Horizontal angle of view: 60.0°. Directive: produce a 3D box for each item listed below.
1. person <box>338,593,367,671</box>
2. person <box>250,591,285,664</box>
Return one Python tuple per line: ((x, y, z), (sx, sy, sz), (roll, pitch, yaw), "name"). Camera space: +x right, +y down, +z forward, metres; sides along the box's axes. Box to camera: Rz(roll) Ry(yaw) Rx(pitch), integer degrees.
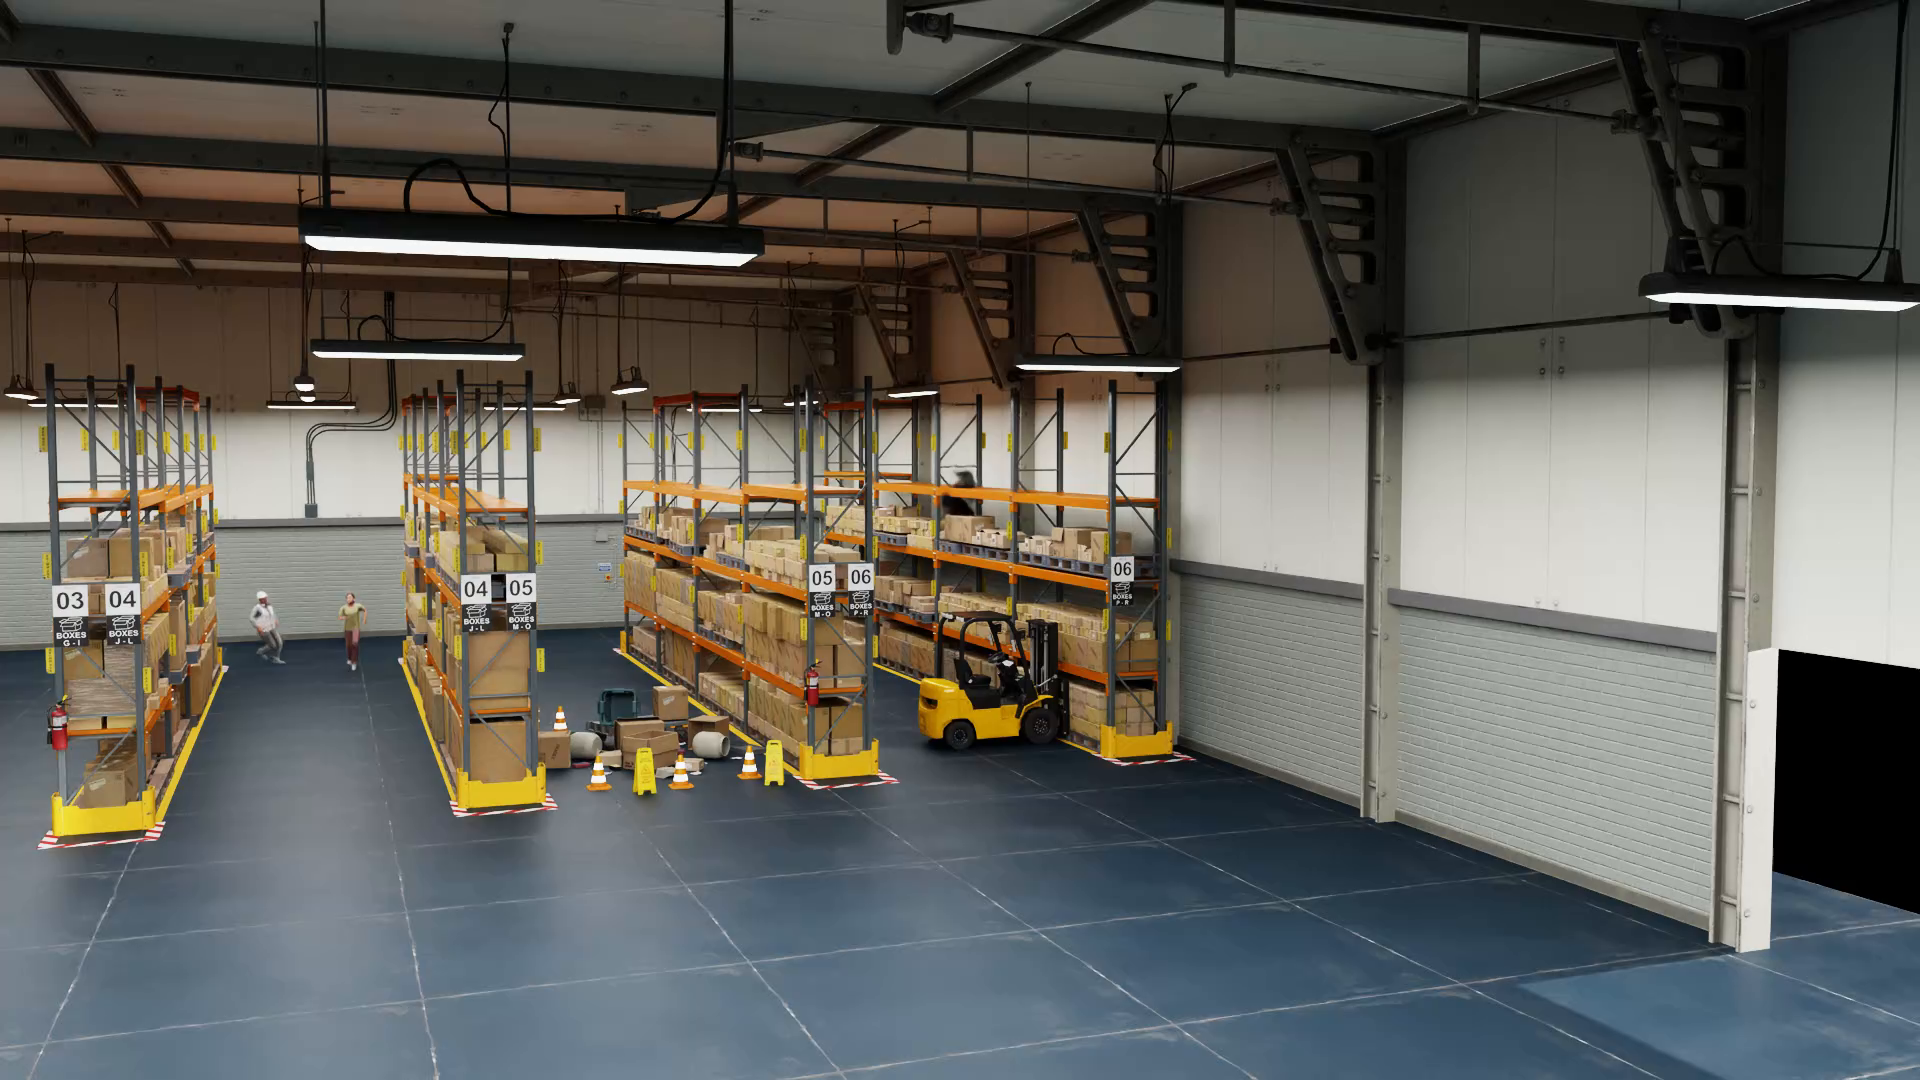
((-13.471, 2.016, 36.876), (0.581, 1.715, 0.880), (-1, 3, -13), "person")
((-15.673, 1.985, 37.436), (0.559, 1.681, 0.761), (1, 4, 20), "person")
